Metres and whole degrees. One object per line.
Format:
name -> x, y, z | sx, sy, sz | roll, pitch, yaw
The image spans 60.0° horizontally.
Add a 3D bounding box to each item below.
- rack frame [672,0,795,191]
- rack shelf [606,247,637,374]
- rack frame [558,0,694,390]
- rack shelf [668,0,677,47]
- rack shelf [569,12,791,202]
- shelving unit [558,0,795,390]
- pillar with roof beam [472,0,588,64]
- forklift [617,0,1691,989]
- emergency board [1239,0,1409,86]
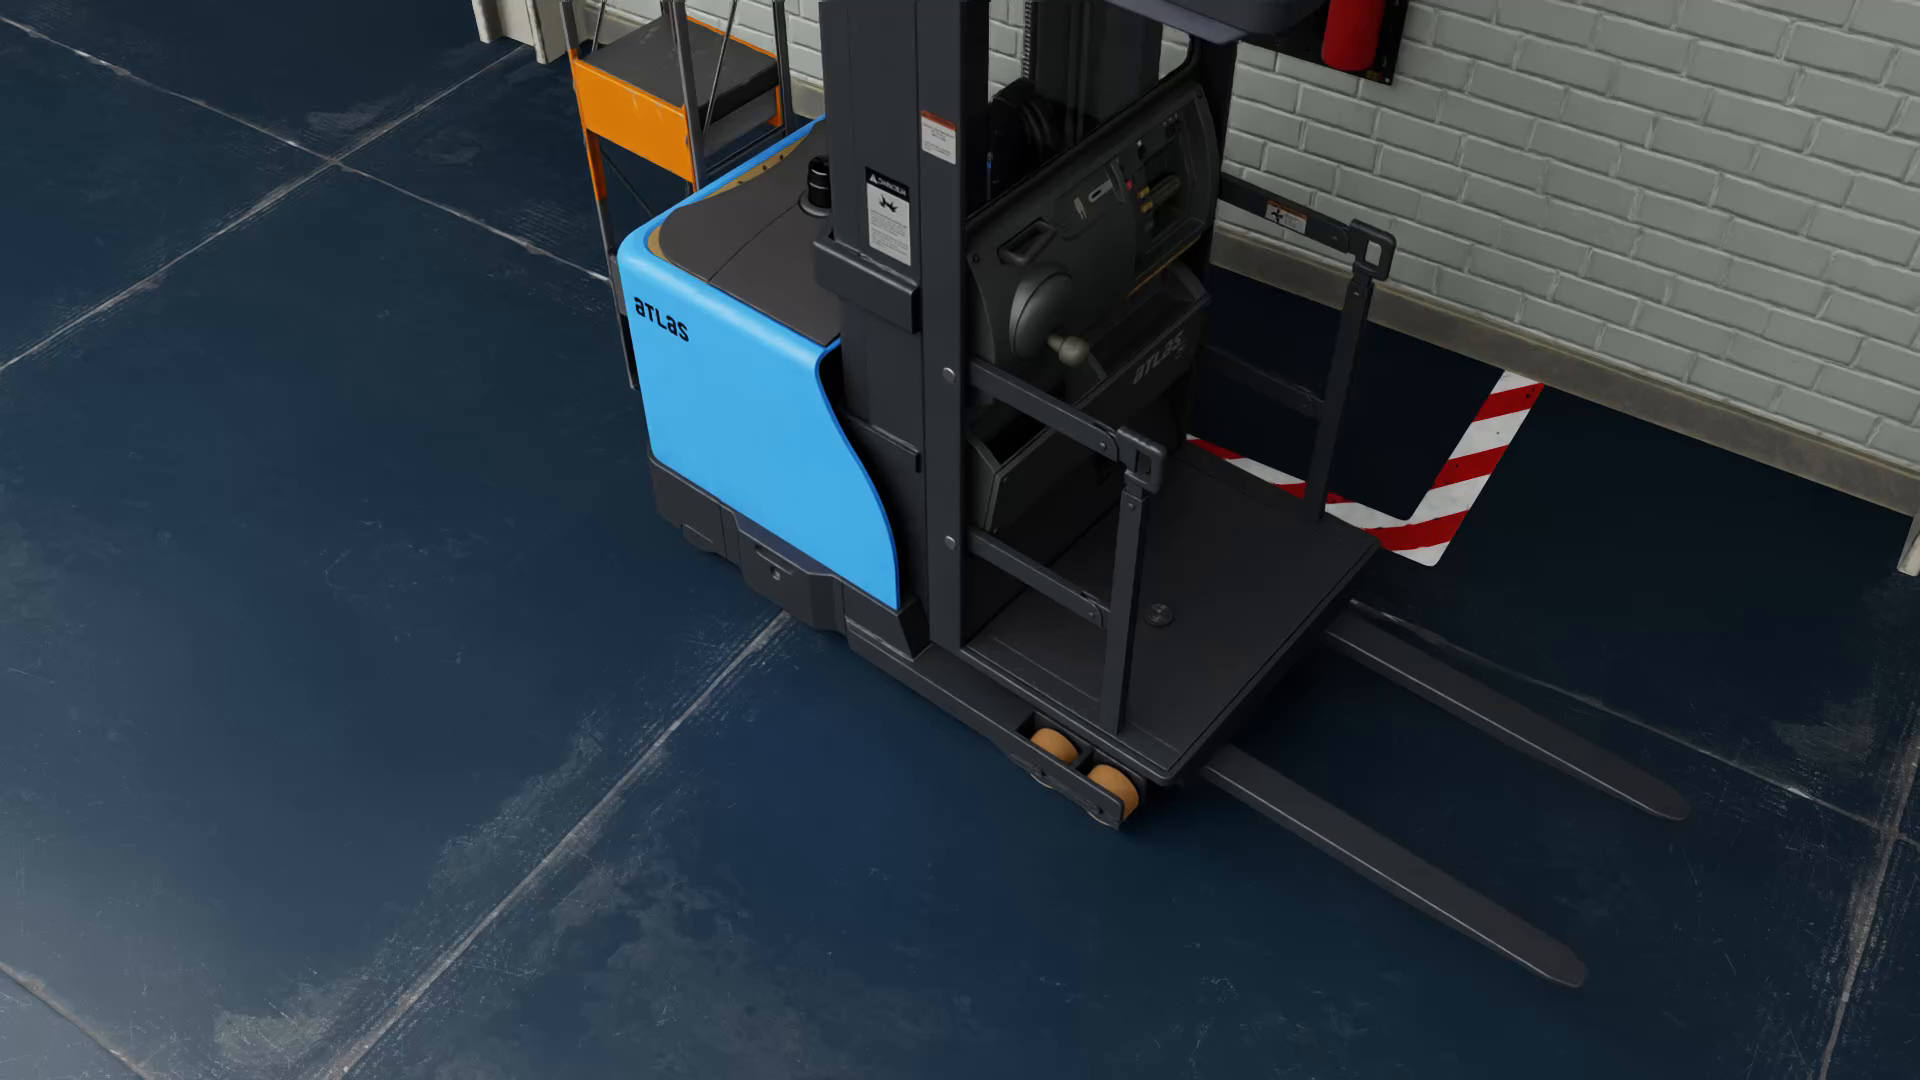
rack frame -> -0.632, -1.143, 4.897 | 0.015, 2.100, 0.400 | 30, 53, 26
rack shelf -> -0.820, -0.757, 5.517 | 0.480, 0.518, 0.431 | 30, 53, 26
rack frame -> -1.009, -1.366, 5.113 | 0.015, 2.100, 0.400 | 30, 53, 26
rack shelf -> -0.820, -1.733, 4.513 | 0.480, 0.518, 0.431 | 30, 53, 26
rack shelf -> -0.820, -1.245, 5.015 | 0.480, 0.518, 0.431 | 30, 53, 26
shelving unit -> -0.820, -1.254, 5.005 | 0.503, 2.100, 0.431 | 30, 53, 26
pillar with roof beam -> -4.218, -2.784, 1.681 | 0.400, 9.000, 9.100 | 25, 51, 22
forklift -> 0.499, -0.684, 3.871 | 3.031, 2.935, 1.130 | 30, 53, 26
emergency board -> 1.097, -1.949, 5.052 | 0.643, 1.169, 0.194 | 25, 51, 22
